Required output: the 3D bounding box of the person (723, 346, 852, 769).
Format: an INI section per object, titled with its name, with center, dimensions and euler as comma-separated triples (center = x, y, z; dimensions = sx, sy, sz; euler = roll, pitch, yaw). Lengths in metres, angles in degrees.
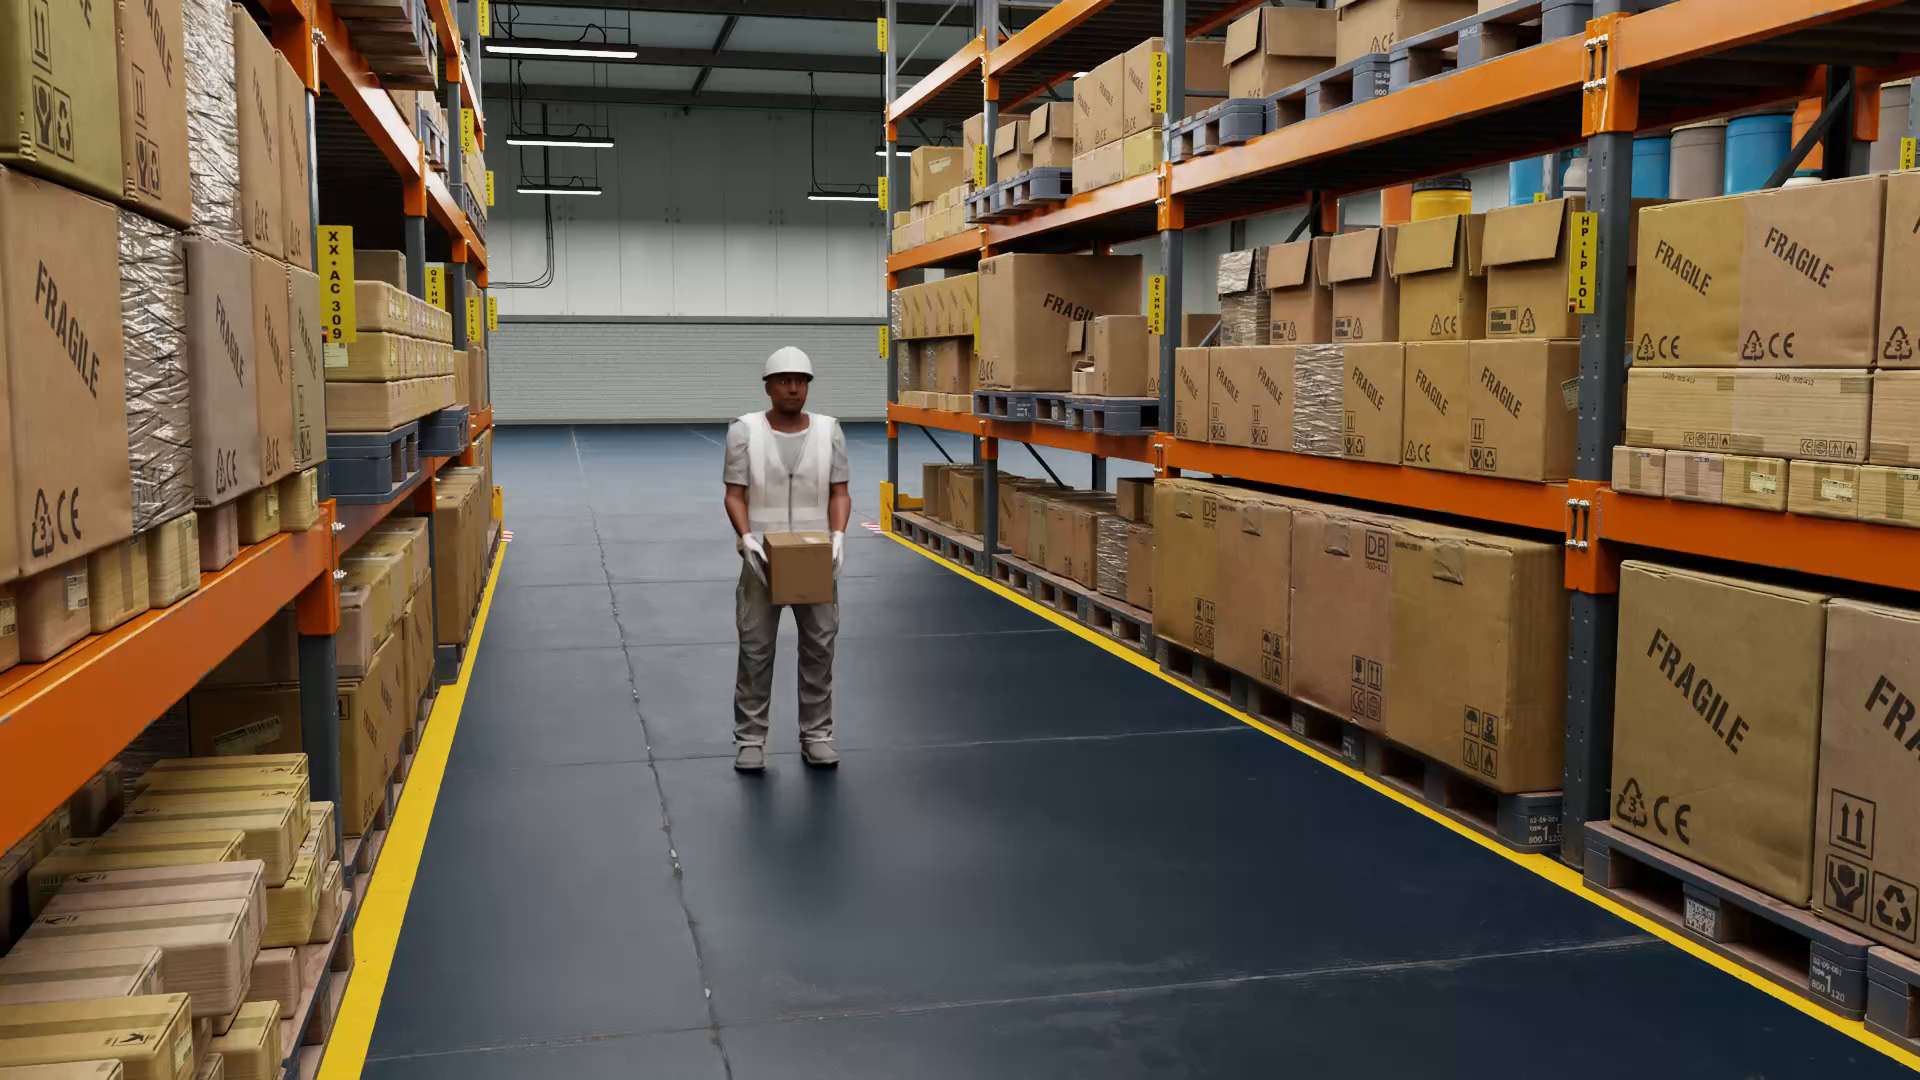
[person]
center = -0.721, 0.076, 7.062
dimensions = 0.549, 1.788, 0.496
euler = -2, 6, -15
